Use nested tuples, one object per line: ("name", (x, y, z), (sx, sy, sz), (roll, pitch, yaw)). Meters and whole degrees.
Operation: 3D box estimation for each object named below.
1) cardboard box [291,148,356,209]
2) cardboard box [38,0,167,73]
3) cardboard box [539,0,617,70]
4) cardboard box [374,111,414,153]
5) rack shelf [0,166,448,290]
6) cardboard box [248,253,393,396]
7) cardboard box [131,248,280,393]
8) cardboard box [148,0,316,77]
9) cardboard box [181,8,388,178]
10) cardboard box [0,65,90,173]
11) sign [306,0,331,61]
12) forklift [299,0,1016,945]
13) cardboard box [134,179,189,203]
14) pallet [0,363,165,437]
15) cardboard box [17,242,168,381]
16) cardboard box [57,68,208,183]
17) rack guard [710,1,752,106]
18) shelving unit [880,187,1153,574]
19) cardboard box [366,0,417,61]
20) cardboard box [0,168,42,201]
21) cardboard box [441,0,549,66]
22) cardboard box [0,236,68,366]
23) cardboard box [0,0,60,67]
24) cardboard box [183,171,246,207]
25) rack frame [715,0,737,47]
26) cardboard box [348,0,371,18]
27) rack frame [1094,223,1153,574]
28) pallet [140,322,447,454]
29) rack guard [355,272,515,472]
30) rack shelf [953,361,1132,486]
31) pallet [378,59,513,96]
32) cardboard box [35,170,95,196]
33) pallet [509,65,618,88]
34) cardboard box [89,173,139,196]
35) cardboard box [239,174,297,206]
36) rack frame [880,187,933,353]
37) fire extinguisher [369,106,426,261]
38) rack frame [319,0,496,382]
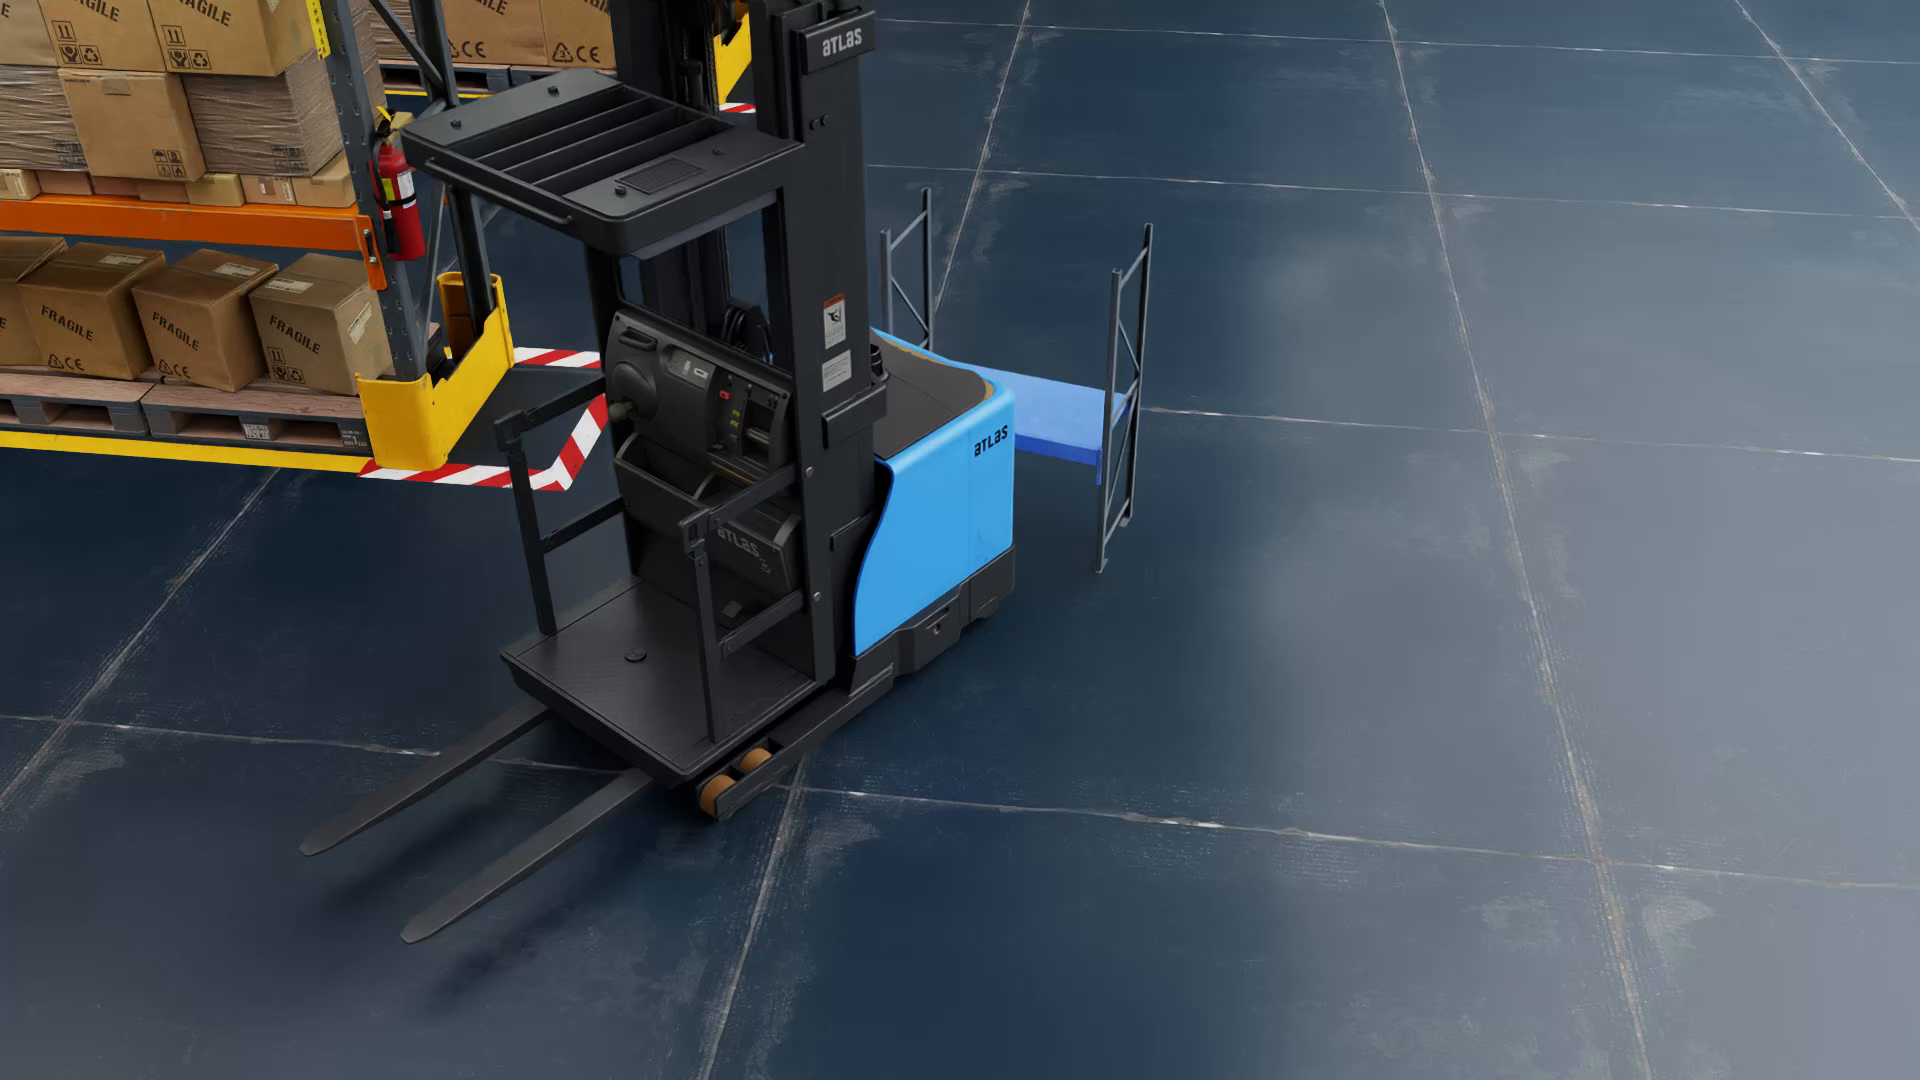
("cardboard box", (-2.909, -1.699, 7.765), (0.250, 0.149, 0.380), (4, 36, 6))
("cardboard box", (-3.674, -2.400, 7.328), (0.500, 0.500, 0.500), (4, 36, 6))
("cardboard box", (-2.549, -4.068, 12.335), (0.875, 0.875, 0.875), (4, 36, 6))
("cardboard box", (-2.853, -1.955, 8.124), (0.250, 0.149, 0.380), (4, 36, 6))
("rack shelf", (-4.584, -1.754, 8.245), (4.000, 0.370, 1.077), (4, 36, 6))
("cardboard box", (-3.218, -1.109, 8.511), (0.500, 0.500, 0.500), (11, 37, 15))
("cardboard box", (-3.815, -1.133, 8.546), (0.500, 0.500, 0.500), (14, 38, 18))
("cardboard box", (-3.177, -2.366, 7.281), (0.500, 0.500, 0.500), (4, 36, 6))
("cardboard box", (-3.142, -2.118, 7.793), (0.500, 0.500, 0.875), (4, 36, 6))
("cardboard box", (-4.144, -2.147, 7.834), (0.500, 0.500, 0.875), (4, 36, 6))
("sign", (-2.691, -2.181, 6.955), (0.005, 0.325, 0.100), (4, 36, 6))
("forklift", (-1.094, -0.471, 5.887), (1.130, 2.935, 3.031), (26, 43, 32))
("cardboard box", (-3.658, -1.734, 7.814), (0.250, 0.149, 0.380), (4, 36, 6))
("pallet", (-4.684, -0.942, 8.888), (1.213, 0.211, 1.003), (4, 36, 6))
("cardboard box", (-4.433, -1.190, 8.626), (0.500, 0.500, 0.500), (7, 36, 10))
("cardboard box", (-3.654, -2.085, 7.748), (0.500, 0.500, 0.875), (4, 36, 6))
("rack guard", (-1.844, -3.730, 12.547), (0.348, 0.500, 1.175), (4, 36, 6))
("shelving unit", (0.240, -0.703, 7.445), (1.048, 1.500, 0.538), (13, 37, 17))
("cardboard box", (-4.326, -4.200, 12.521), (0.875, 0.875, 0.875), (5, 36, 6))
("cardboard box", (-4.410, -1.750, 7.836), (0.250, 0.149, 0.380), (4, 36, 6))
("cardboard box", (-3.422, -4.132, 12.425), (0.875, 0.875, 0.875), (4, 36, 5))
("cardboard box", (-4.981, -1.257, 8.720), (0.500, 0.500, 0.500), (1, 36, 2))
("cardboard box", (-4.170, -2.438, 7.382), (0.500, 0.500, 0.500), (4, 36, 6))
("cardboard box", (-3.412, -1.707, 7.776), (0.250, 0.149, 0.380), (4, 36, 6))
("rack frame", (-1.868, -4.750, 11.823), (0.127, 3.000, 1.000), (4, 36, 6))
("cardboard box", (-3.111, -2.666, 7.700), (0.500, 0.500, 0.500), (4, 36, 6))
("rack frame", (0.714, -0.596, 7.294), (0.032, 1.500, 0.500), (13, 37, 17))
("pallet", (-3.477, -0.850, 8.760), (1.213, 0.211, 1.003), (4, 36, 6))
("rack guard", (-2.676, -0.887, 8.563), (0.348, 0.500, 1.175), (4, 36, 6))
("rack shelf", (0.240, -0.557, 7.549), (1.000, 0.185, 0.538), (13, 37, 17))
("pallet", (-3.878, -3.720, 12.781), (1.213, 0.211, 1.003), (4, 36, 6))
("cardboard box", (-4.151, -1.782, 7.881), (0.250, 0.149, 0.380), (4, 36, 6))
("pallet", (-2.671, -3.629, 12.653), (1.213, 0.211, 1.003), (4, 36, 6))
("cardboard box", (-3.900, -1.777, 7.873), (0.250, 0.149, 0.380), (4, 36, 6))
("cardboard box", (-3.157, -1.718, 7.791), (0.250, 0.149, 0.380), (4, 36, 6))
("rack frame", (-0.233, -0.811, 7.595), (0.032, 1.500, 0.500), (13, 37, 17))
("fire extinguisher", (-2.545, -1.594, 7.468), (0.183, 0.674, 0.296), (4, 36, 6))
("rack frame", (-2.600, -1.899, 7.829), (0.127, 3.000, 1.000), (4, 36, 6))
